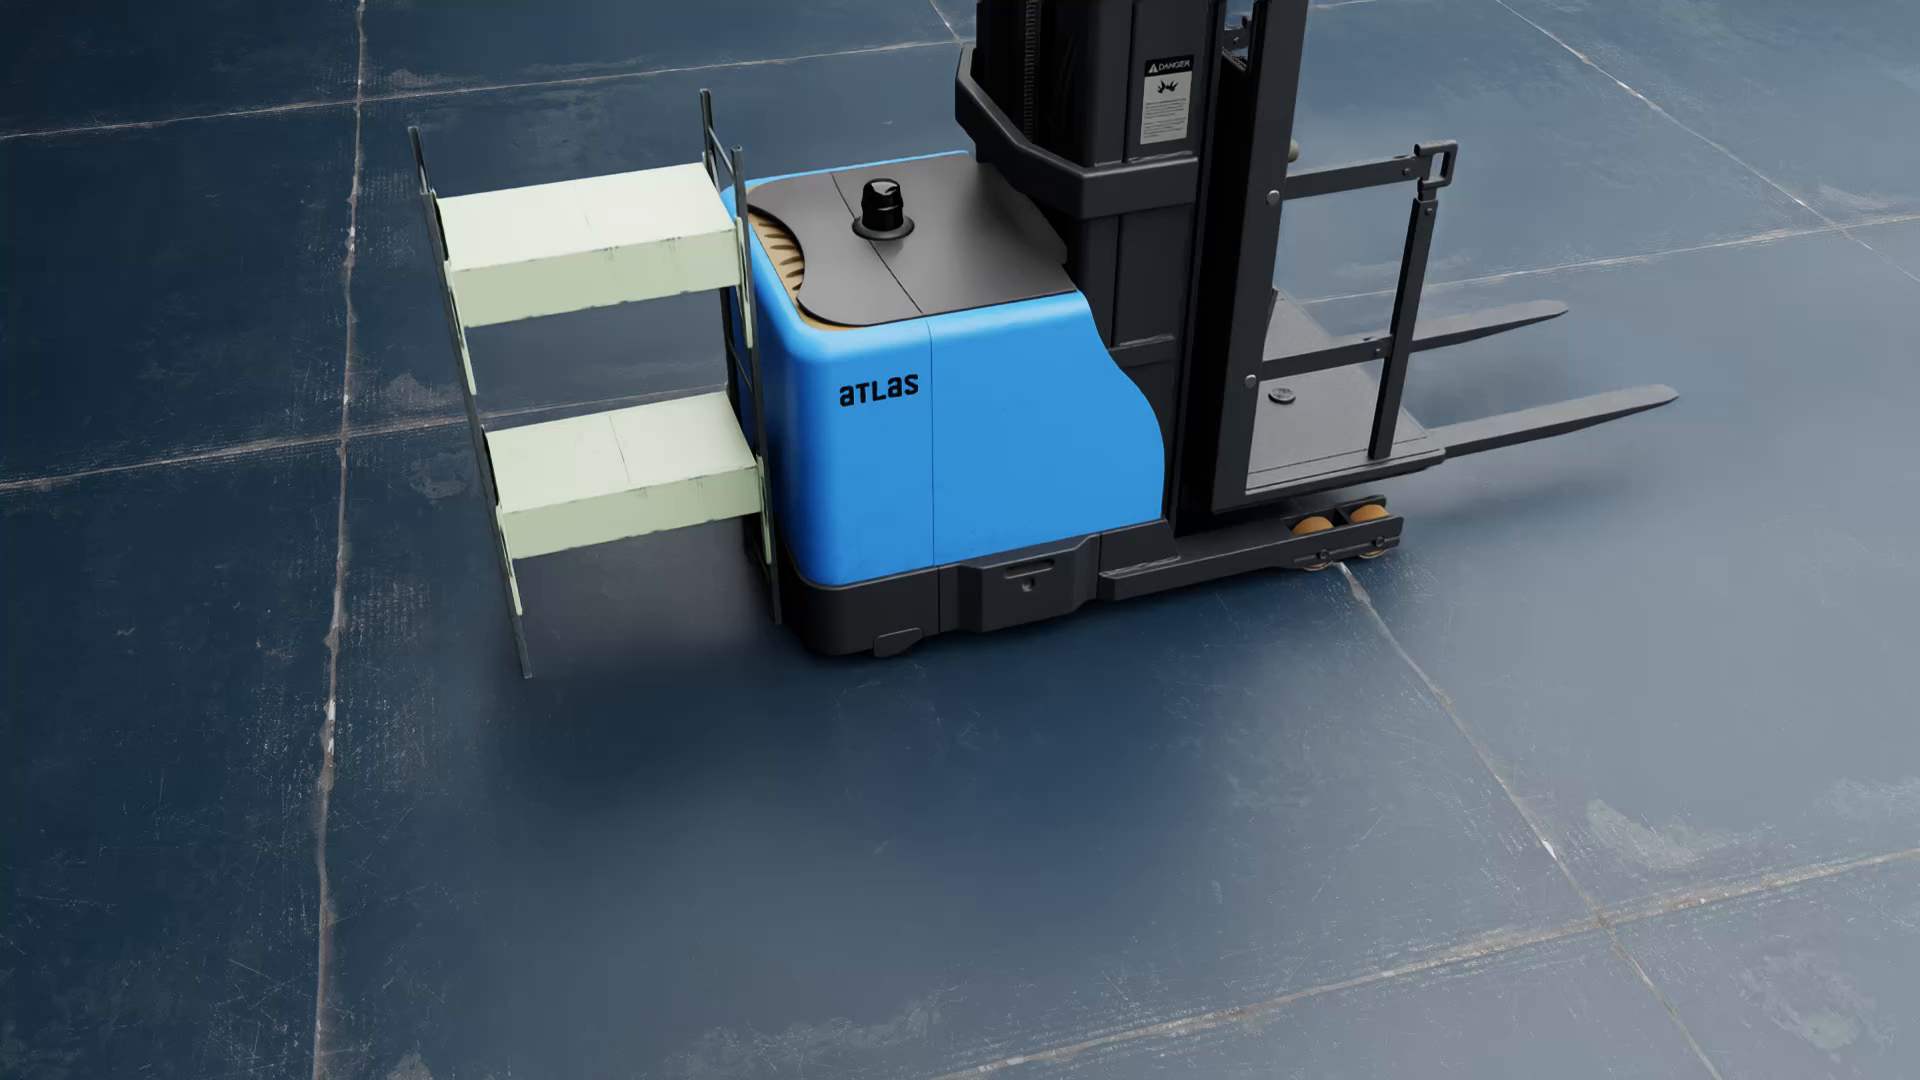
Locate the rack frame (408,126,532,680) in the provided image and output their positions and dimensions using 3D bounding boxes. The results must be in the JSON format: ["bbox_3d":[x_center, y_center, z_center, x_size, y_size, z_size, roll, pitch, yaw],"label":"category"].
[{"bbox_3d":[-1.292,-0.314,4.427,0.023,1.500,0.400,-12,39,-15],"label":"rack frame"}]

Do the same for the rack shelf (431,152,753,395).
[{"bbox_3d":[-0.946,-0.696,4.283,0.720,0.370,0.431,-12,39,-15],"label":"rack shelf"}]

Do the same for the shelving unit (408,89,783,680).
[{"bbox_3d":[-0.946,-0.386,4.520,0.755,1.500,0.431,-12,39,-15],"label":"shelving unit"}]

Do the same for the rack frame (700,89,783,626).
[{"bbox_3d":[-0.600,-0.458,4.614,0.023,1.500,0.400,-12,39,-15],"label":"rack frame"}]

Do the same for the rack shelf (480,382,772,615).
[{"bbox_3d":[-0.946,-0.127,4.718,0.720,0.370,0.431,-12,39,-15],"label":"rack shelf"}]

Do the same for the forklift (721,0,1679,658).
[{"bbox_3d":[0.846,-1.362,4.618,3.031,2.935,1.130,-12,39,-15],"label":"forklift"}]
